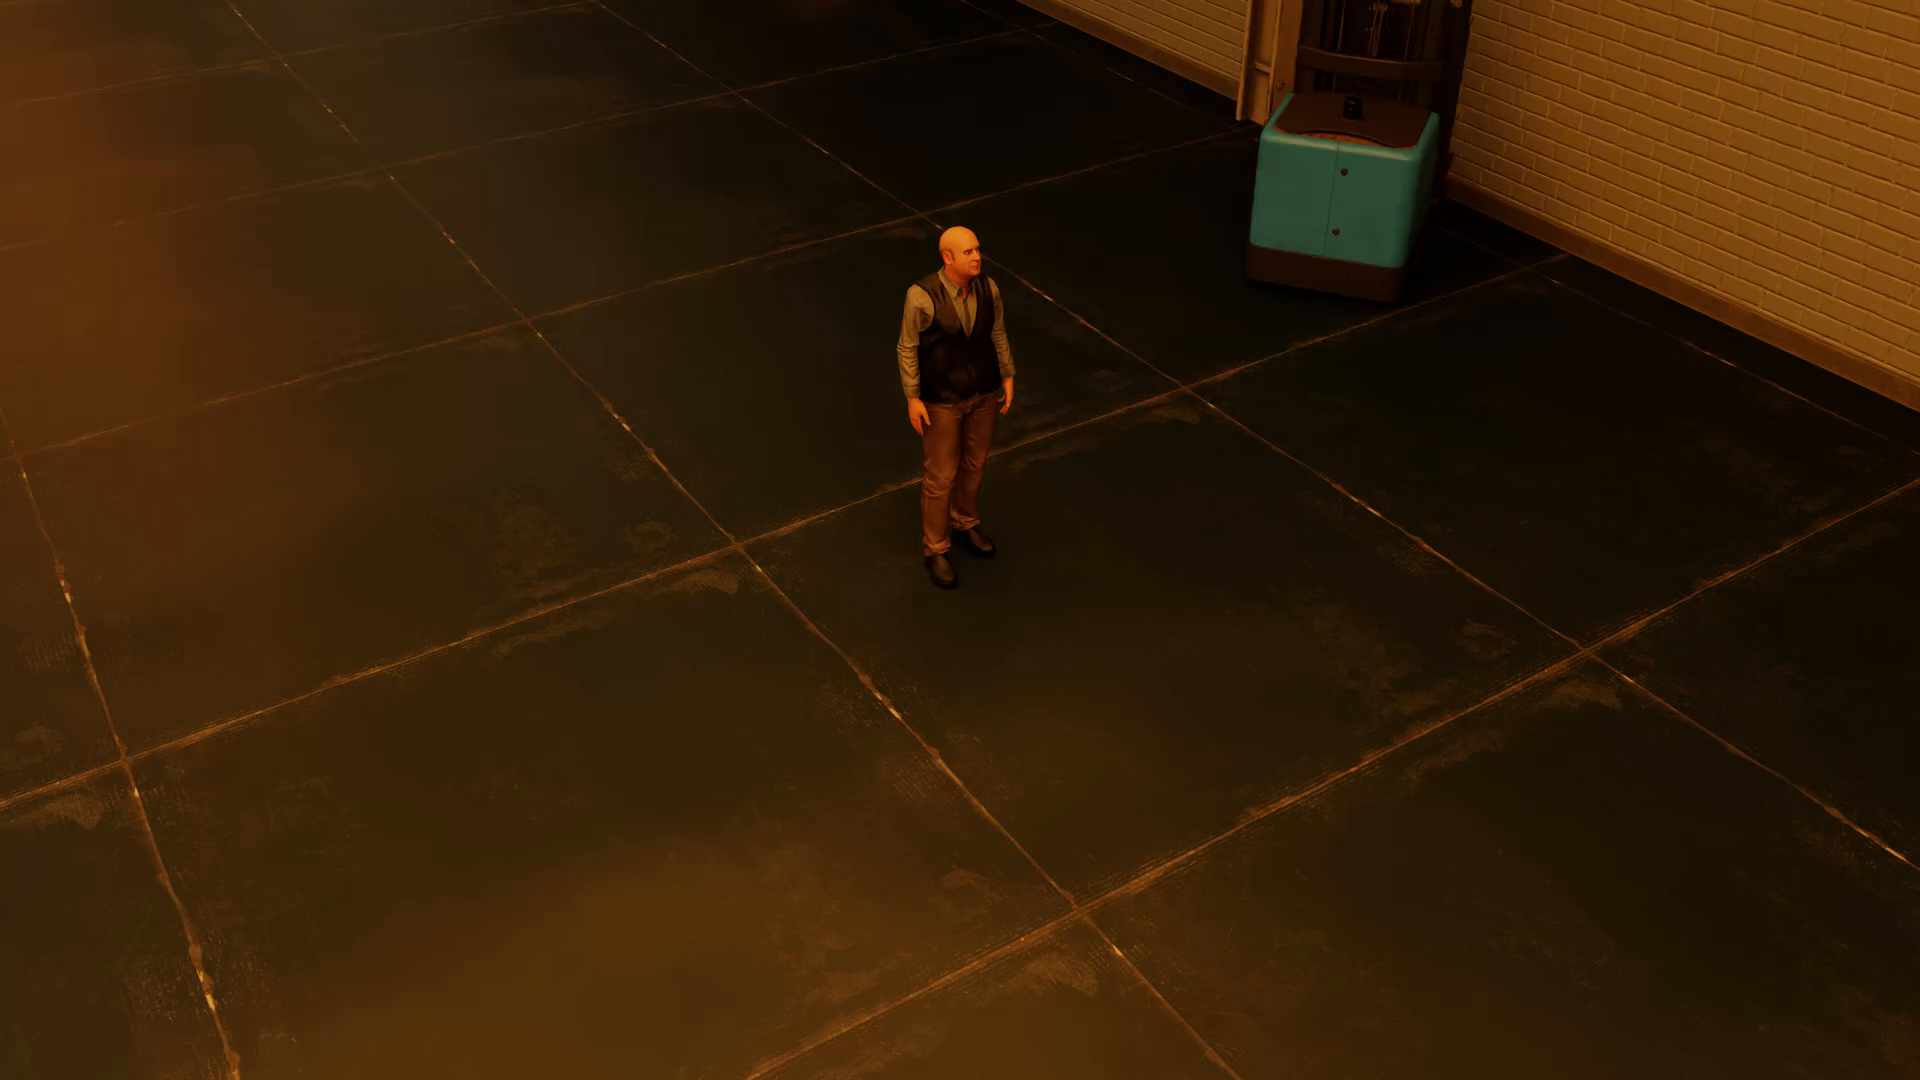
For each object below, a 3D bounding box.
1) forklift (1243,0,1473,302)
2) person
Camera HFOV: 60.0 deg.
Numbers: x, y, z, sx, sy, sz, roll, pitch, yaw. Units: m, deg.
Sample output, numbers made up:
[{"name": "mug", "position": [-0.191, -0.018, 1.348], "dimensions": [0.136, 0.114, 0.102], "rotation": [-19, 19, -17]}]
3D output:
[{"name": "forklift", "position": [2.912, -3.578, 11.241], "dimensions": [1.130, 2.935, 3.031], "rotation": [13, 37, 18]}, {"name": "person", "position": [0.027, -0.678, 8.152], "dimensions": [0.632, 1.720, 0.568], "rotation": [-21, 40, -27]}]
